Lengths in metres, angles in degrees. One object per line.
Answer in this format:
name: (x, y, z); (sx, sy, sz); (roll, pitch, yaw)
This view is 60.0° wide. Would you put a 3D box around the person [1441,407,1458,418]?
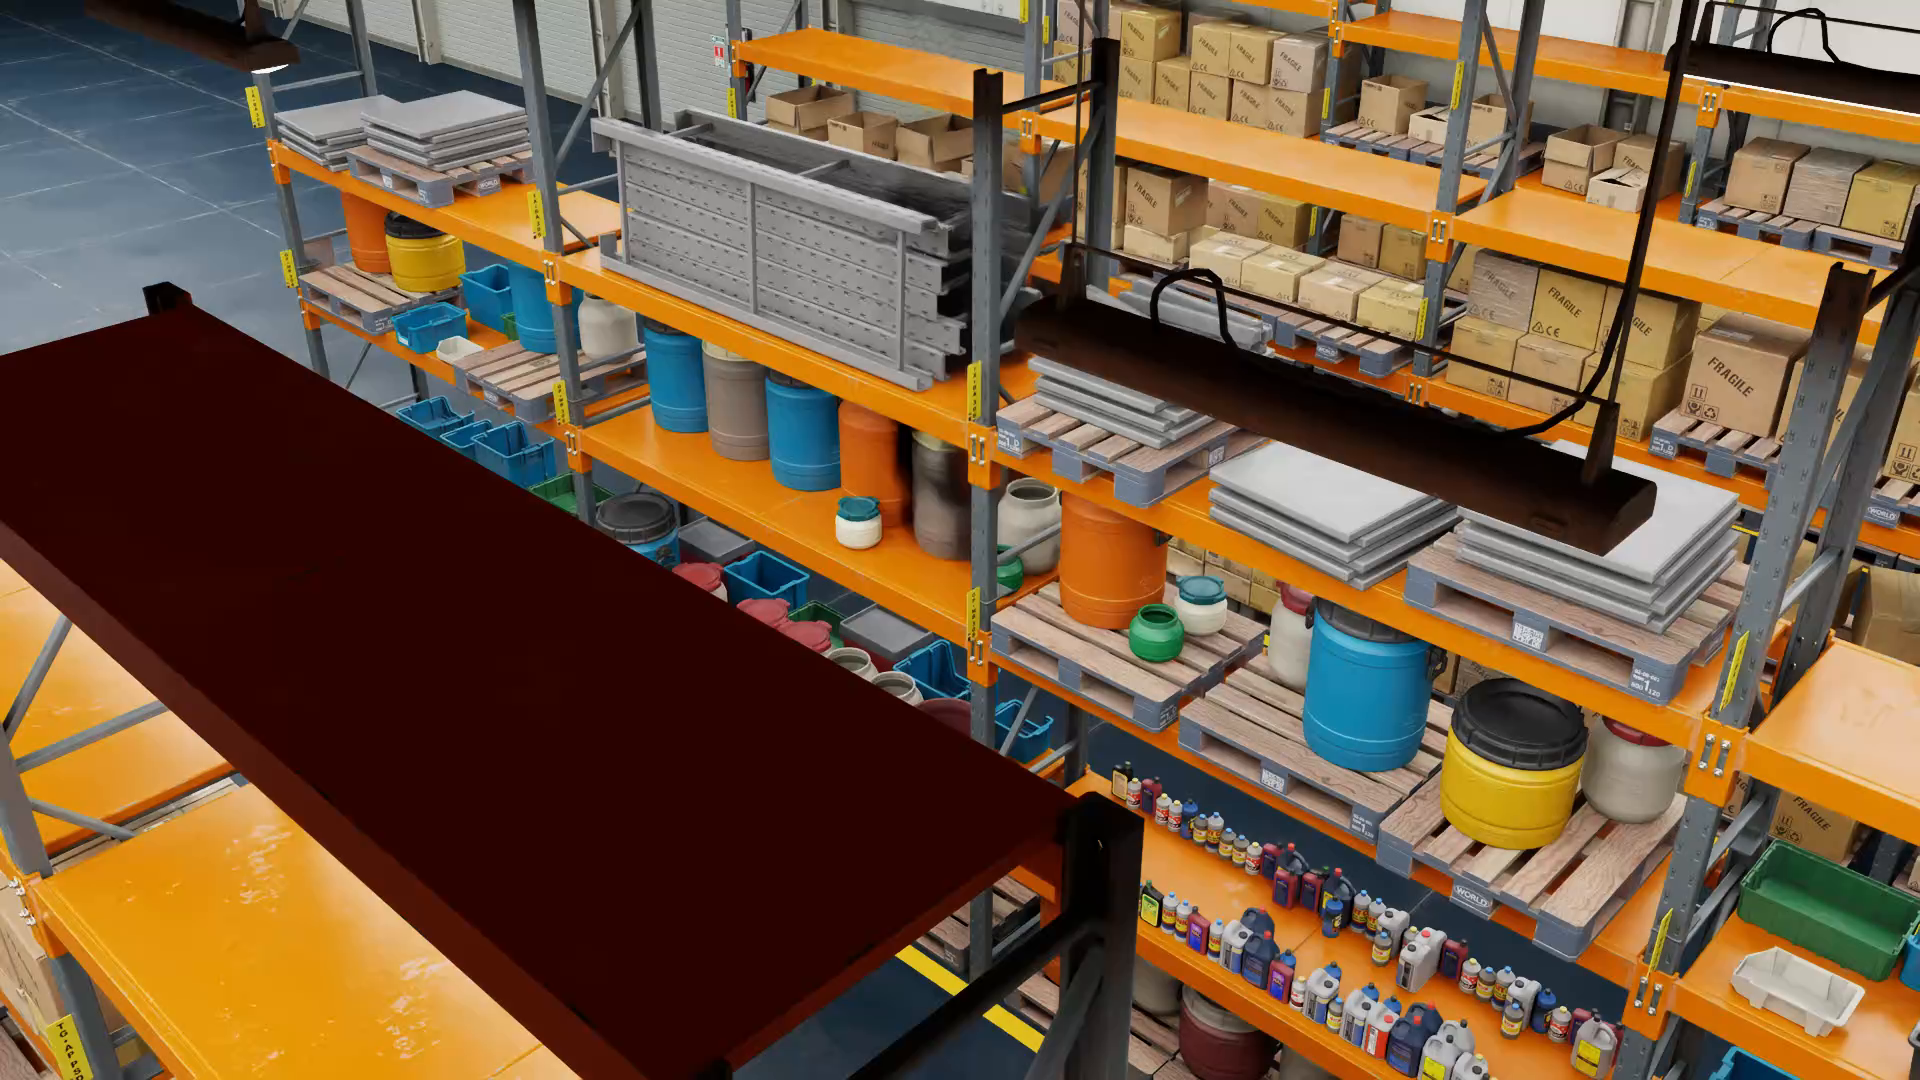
person: (4.505, -0.449, 15.400); (0.619, 1.702, 0.691); (-25, 38, -37)
